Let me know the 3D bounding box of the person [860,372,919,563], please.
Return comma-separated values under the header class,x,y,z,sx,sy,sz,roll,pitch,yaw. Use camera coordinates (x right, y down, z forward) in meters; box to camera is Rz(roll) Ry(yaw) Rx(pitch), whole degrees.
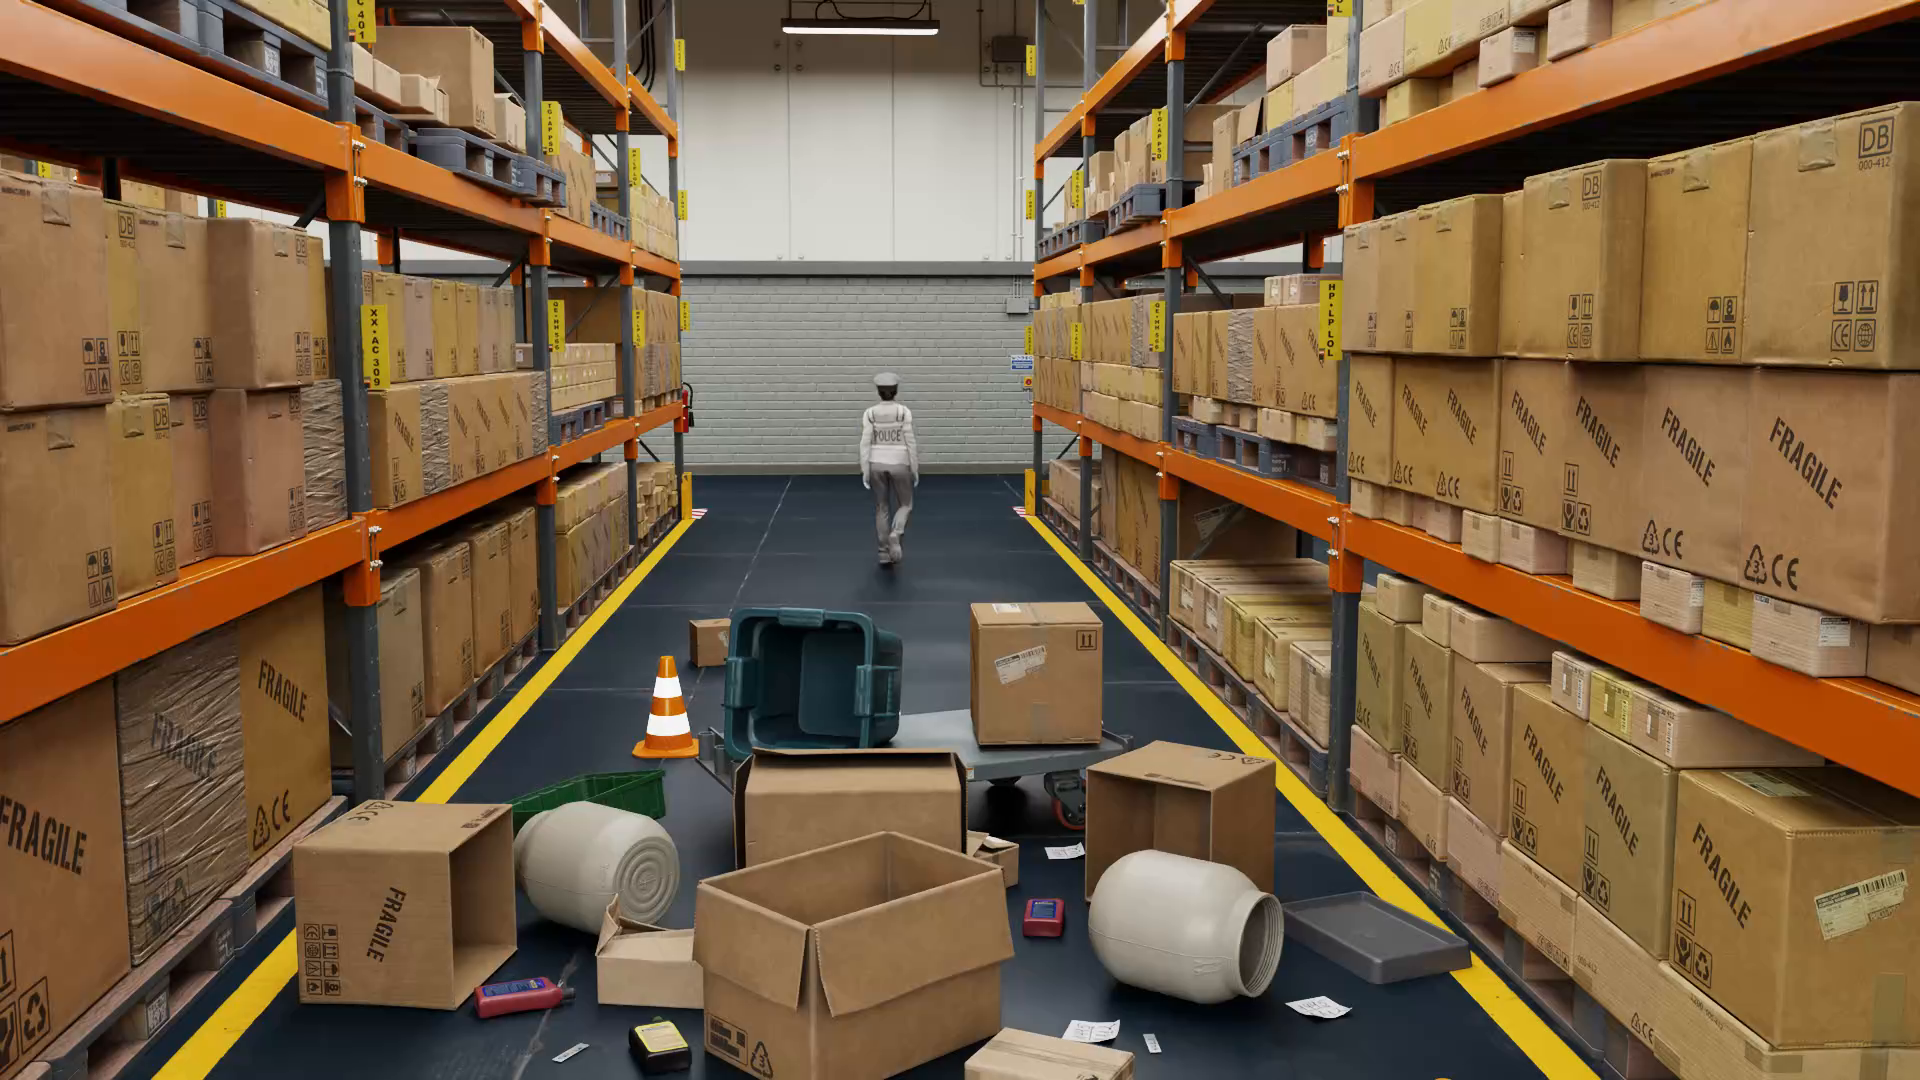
class,x,y,z,sx,sy,sz,roll,pitch,yaw
person,-0.623,-0.620,14.522,0.519,1.682,0.481,1,7,8
